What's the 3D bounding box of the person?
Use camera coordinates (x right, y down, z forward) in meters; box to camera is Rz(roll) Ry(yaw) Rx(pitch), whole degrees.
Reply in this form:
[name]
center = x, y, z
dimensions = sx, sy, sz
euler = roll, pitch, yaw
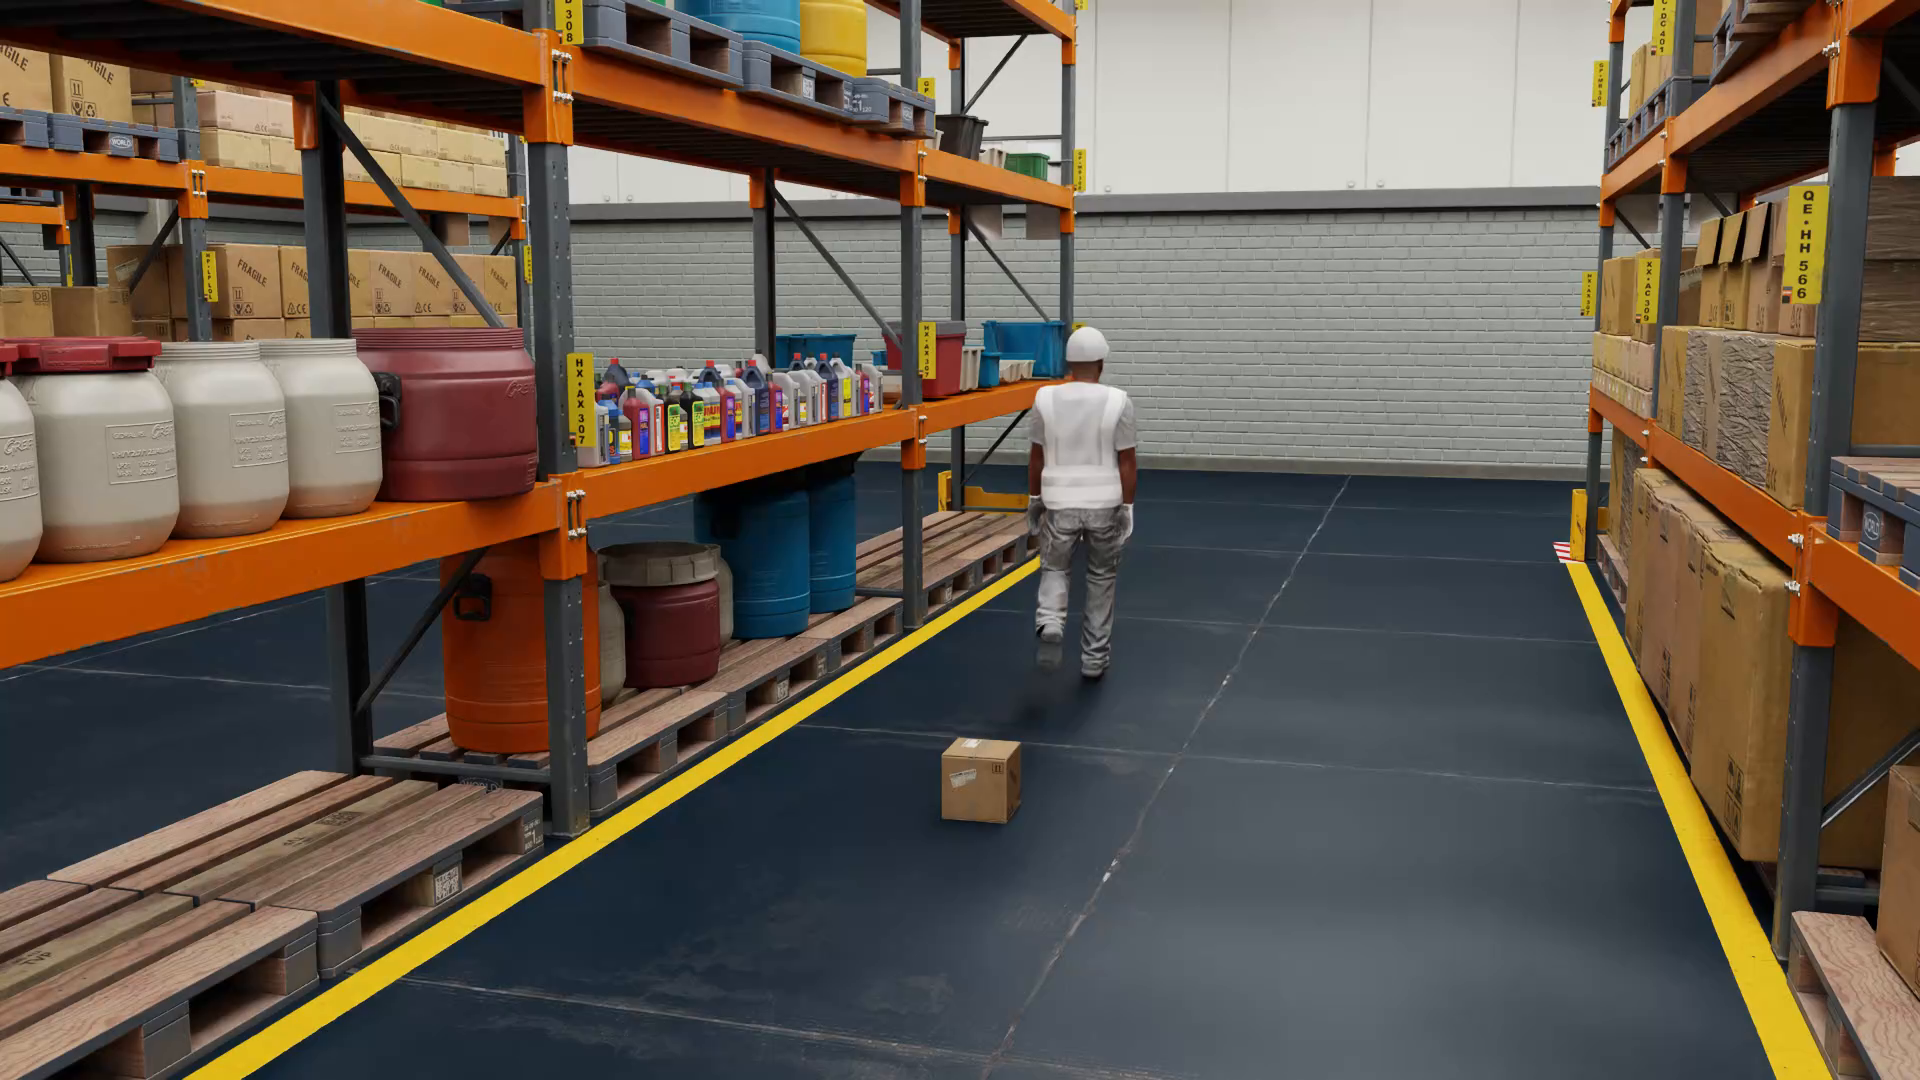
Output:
[person]
center = 0.594, -0.199, 8.260
dimensions = 0.566, 1.707, 0.534
euler = 2, 8, 11
